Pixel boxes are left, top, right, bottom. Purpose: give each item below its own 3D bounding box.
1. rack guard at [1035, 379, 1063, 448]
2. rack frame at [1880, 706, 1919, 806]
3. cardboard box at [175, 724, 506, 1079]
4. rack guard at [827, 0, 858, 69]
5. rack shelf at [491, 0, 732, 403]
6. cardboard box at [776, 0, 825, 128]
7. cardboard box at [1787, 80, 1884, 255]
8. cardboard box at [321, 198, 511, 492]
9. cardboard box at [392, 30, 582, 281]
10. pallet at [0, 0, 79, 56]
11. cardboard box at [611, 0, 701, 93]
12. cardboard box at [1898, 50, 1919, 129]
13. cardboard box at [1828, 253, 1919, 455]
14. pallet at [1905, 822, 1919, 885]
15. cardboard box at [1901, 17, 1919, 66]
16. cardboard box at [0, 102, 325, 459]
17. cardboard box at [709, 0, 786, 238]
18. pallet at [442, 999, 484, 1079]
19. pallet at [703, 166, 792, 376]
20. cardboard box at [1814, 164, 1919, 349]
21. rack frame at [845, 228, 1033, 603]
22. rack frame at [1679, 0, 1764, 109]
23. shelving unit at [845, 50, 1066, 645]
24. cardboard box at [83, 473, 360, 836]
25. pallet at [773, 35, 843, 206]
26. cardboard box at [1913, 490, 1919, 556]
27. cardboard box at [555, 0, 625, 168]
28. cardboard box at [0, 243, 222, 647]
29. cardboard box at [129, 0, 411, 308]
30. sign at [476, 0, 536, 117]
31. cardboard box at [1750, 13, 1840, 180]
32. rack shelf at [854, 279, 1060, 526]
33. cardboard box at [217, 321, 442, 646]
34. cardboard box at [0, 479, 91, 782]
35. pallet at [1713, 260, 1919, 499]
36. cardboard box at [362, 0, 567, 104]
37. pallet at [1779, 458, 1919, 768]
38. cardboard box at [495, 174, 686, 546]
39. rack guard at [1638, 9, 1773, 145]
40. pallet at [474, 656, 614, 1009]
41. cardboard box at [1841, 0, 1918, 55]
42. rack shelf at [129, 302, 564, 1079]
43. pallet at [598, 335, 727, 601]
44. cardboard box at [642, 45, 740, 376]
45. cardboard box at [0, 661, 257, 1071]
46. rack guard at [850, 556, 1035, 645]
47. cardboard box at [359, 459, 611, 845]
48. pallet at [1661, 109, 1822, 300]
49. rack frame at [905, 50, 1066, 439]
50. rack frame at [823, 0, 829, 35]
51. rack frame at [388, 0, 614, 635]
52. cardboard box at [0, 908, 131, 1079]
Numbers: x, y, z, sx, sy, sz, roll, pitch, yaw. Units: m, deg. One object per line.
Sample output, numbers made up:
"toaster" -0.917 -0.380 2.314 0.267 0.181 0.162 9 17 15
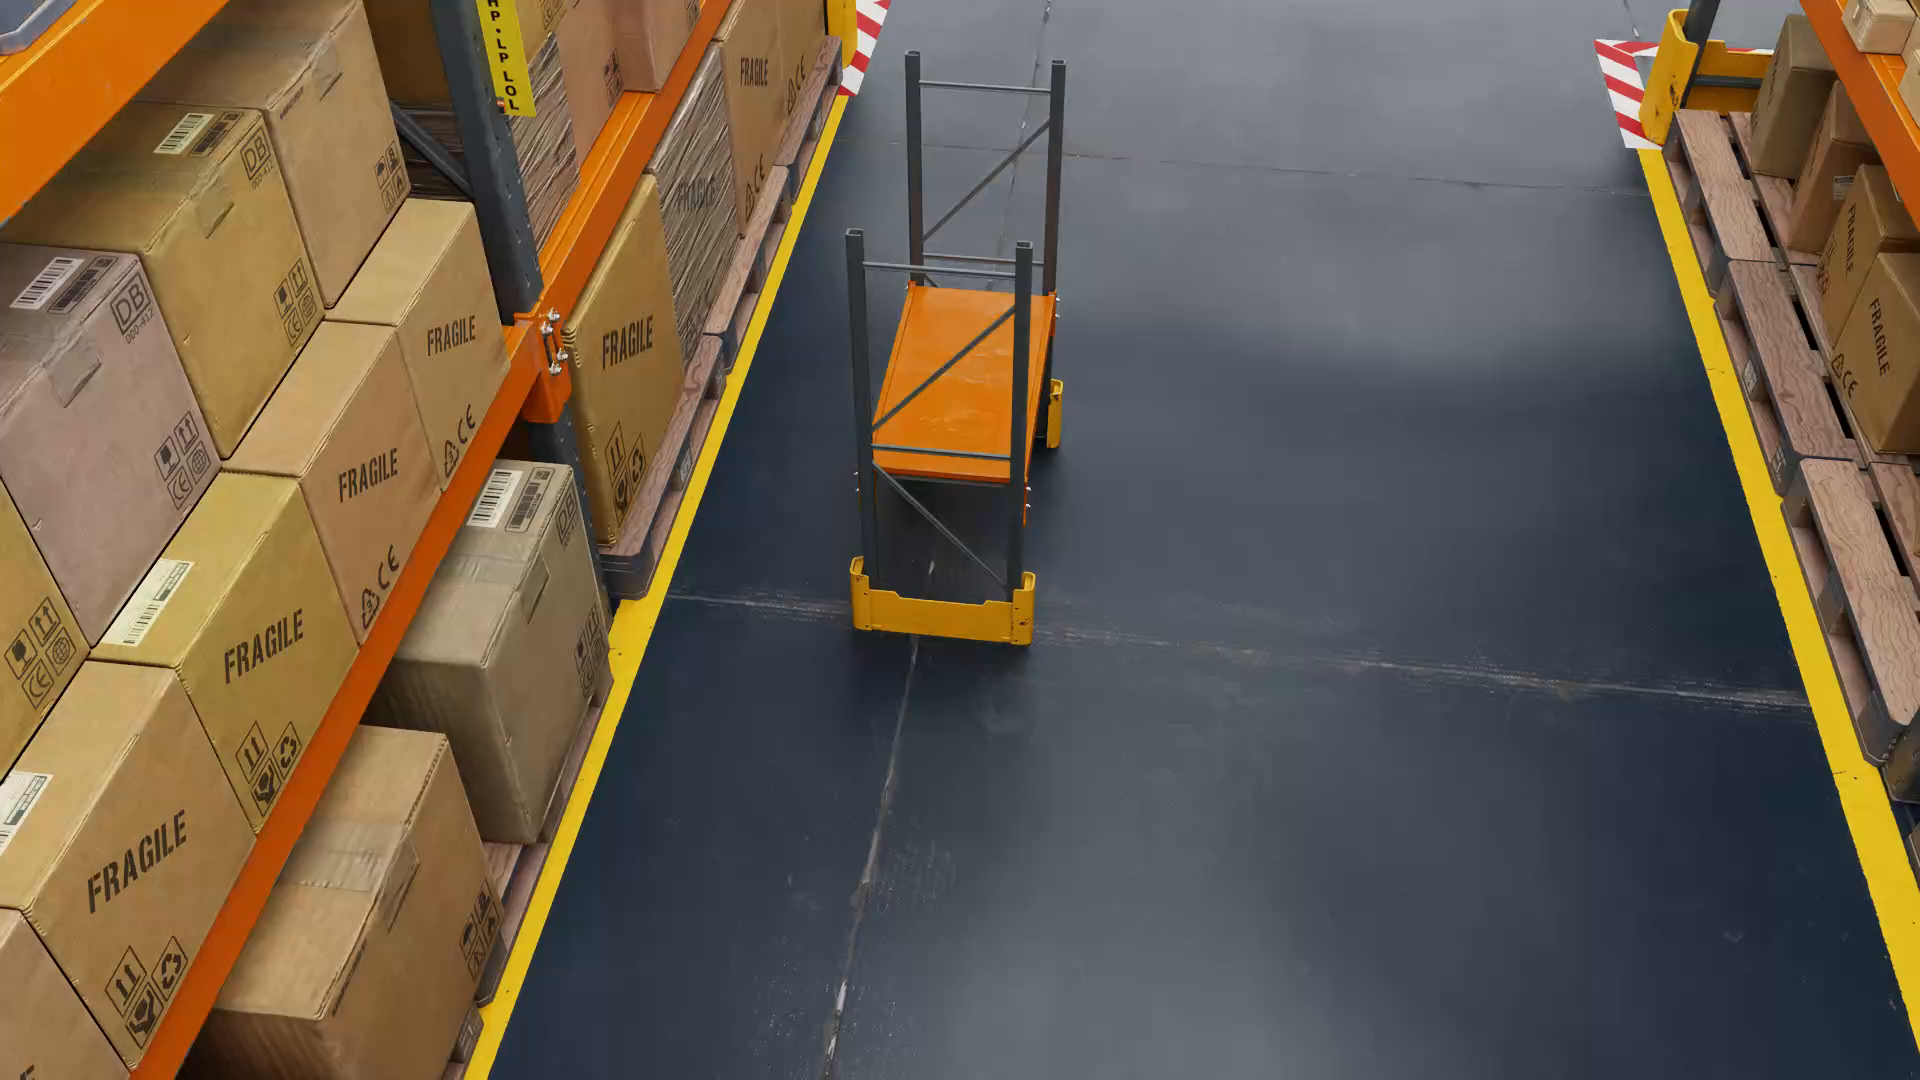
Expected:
"rack guard" 0.076 -0.482 6.077 0.587 0.250 0.087 5 44 6
"rack frame" 3.261 -0.307 3.892 1.000 3.000 0.127 5 44 6
"cardboard box" -1.766 0.926 3.921 1.050 0.750 0.750 5 44 6
"rack guard" -1.110 -2.661 8.197 1.175 0.500 0.348 5 44 6
"rack shelf" -1.377 -1.928 6.128 1.077 0.370 4.000 5 44 6
"cardboard box" -1.137 -2.465 7.412 0.875 0.875 0.875 5 44 6
"cardboard box" 3.646 -1.443 6.605 0.500 0.500 0.500 16 46 16
"cardboard box" -1.446 -0.483 4.005 0.500 0.500 0.500 5 44 5
"cardboard box" -1.605 -1.133 4.656 0.875 0.550 0.550 5 44 6
"pallet" -1.714 -1.217 2.811 0.805 0.209 1.217 4 44 4
"cardboard box" -1.366 -1.868 5.432 0.875 0.550 0.550 5 44 6
"cardboard box" 3.211 -1.410 5.240 0.380 0.149 0.250 5 44 6
"cardboard box" 3.426 -0.642 5.759 0.500 0.500 0.500 2 43 2
"pallet" 3.160 1.237 4.290 1.003 0.211 1.213 5 44 6
"cardboard box" 3.320 -1.573 5.412 0.380 0.149 0.250 5 44 6
"cardboard box" -1.768 -0.536 3.335 0.700 0.500 0.500 5 44 5
"cardboard box" -1.251 -1.865 6.778 0.875 0.875 0.875 5 44 5
"pallet" -1.828 1.553 3.957 1.003 0.211 1.213 5 44 6
"pallet" -1.305 -1.159 6.820 1.003 0.211 1.213 5 44 6
"cardboard box" 3.544 -1.018 6.156 0.500 0.500 0.500 9 44 9
"rack frame" -0.056 -0.256 4.930 0.500 1.500 0.032 5 44 6
"rack frame" 3.790 -3.033 6.771 1.000 3.000 0.127 5 44 6
"shelving unit" 0.010 -0.597 5.289 0.587 1.500 1.083 5 44 6
"cardboard box" -1.579 0.206 3.278 0.500 0.500 0.500 6 44 6
"pallet" -1.141 -1.988 7.696 1.003 0.211 1.213 5 44 6
"cardboard box" 3.422 -0.211 5.304 0.500 0.500 0.500 19 46 19
"cardboard box" -1.555 -1.510 5.054 0.875 0.550 0.550 5 44 6
"cardboard box" -1.835 -0.192 2.971 0.700 0.500 0.500 6 44 6
"cardboard box" -1.702 -0.887 3.705 0.700 0.500 0.500 5 44 5
"sign" -1.103 -1.175 4.025 0.100 0.325 0.005 5 44 6
"cardboard box" 3.691 -1.853 7.038 0.500 0.500 0.500 13 45 13
"rack shelf" 0.011 -0.472 5.419 0.538 0.185 1.000 5 44 6
"cardboard box" -1.513 -0.138 3.642 0.500 0.500 0.500 5 44 5
"cardboard box" -1.903 0.152 2.608 0.700 0.500 0.500 5 44 5
"pallet" 3.474 -0.589 6.218 1.003 0.211 1.213 5 44 6
"cardboard box" -1.559 -1.521 4.280 0.875 0.550 0.550 5 44 6
"pallet" 3.315 0.245 5.338 1.003 0.211 1.213 5 44 6
"cardboard box" -1.489 -0.630 5.473 0.875 0.875 0.875 6 44 6
"rack guard" 3.780 -2.073 7.576 1.175 0.500 0.348 5 44 6
"pallet" -1.669 0.719 4.837 1.003 0.211 1.213 5 44 6
"cardboard box" 3.222 -1.755 5.605 0.380 0.149 0.250 5 44 6
"rack shelf" -1.906 0.798 3.249 1.077 0.370 4.000 5 44 6
"pallet" -1.464 -0.325 5.940 1.003 0.211 1.213 5 44 6
"cardboard box" -1.374 -1.244 6.122 0.875 0.875 0.875 6 44 6
"cardboard box" -1.644 0.552 2.912 0.500 0.500 0.500 5 44 5
"rack guard" -0.056 0.197 5.360 0.587 0.250 0.087 5 44 6
"cardboard box" -1.635 0.269 4.615 1.050 0.750 0.750 5 44 5
"pallet" 3.638 -1.418 7.094 1.003 0.211 1.213 5 44 6
"rack frame" 0.078 -0.949 5.662 0.500 1.500 0.032 5 44 6
"rack frame" -1.113 -3.552 7.320 1.000 3.000 0.127 5 44 6
"rack frame" -1.642 -0.826 4.441 1.000 3.000 0.127 5 44 6
"cardboard box" -1.712 0.892 2.554 0.500 0.500 0.500 5 44 5
